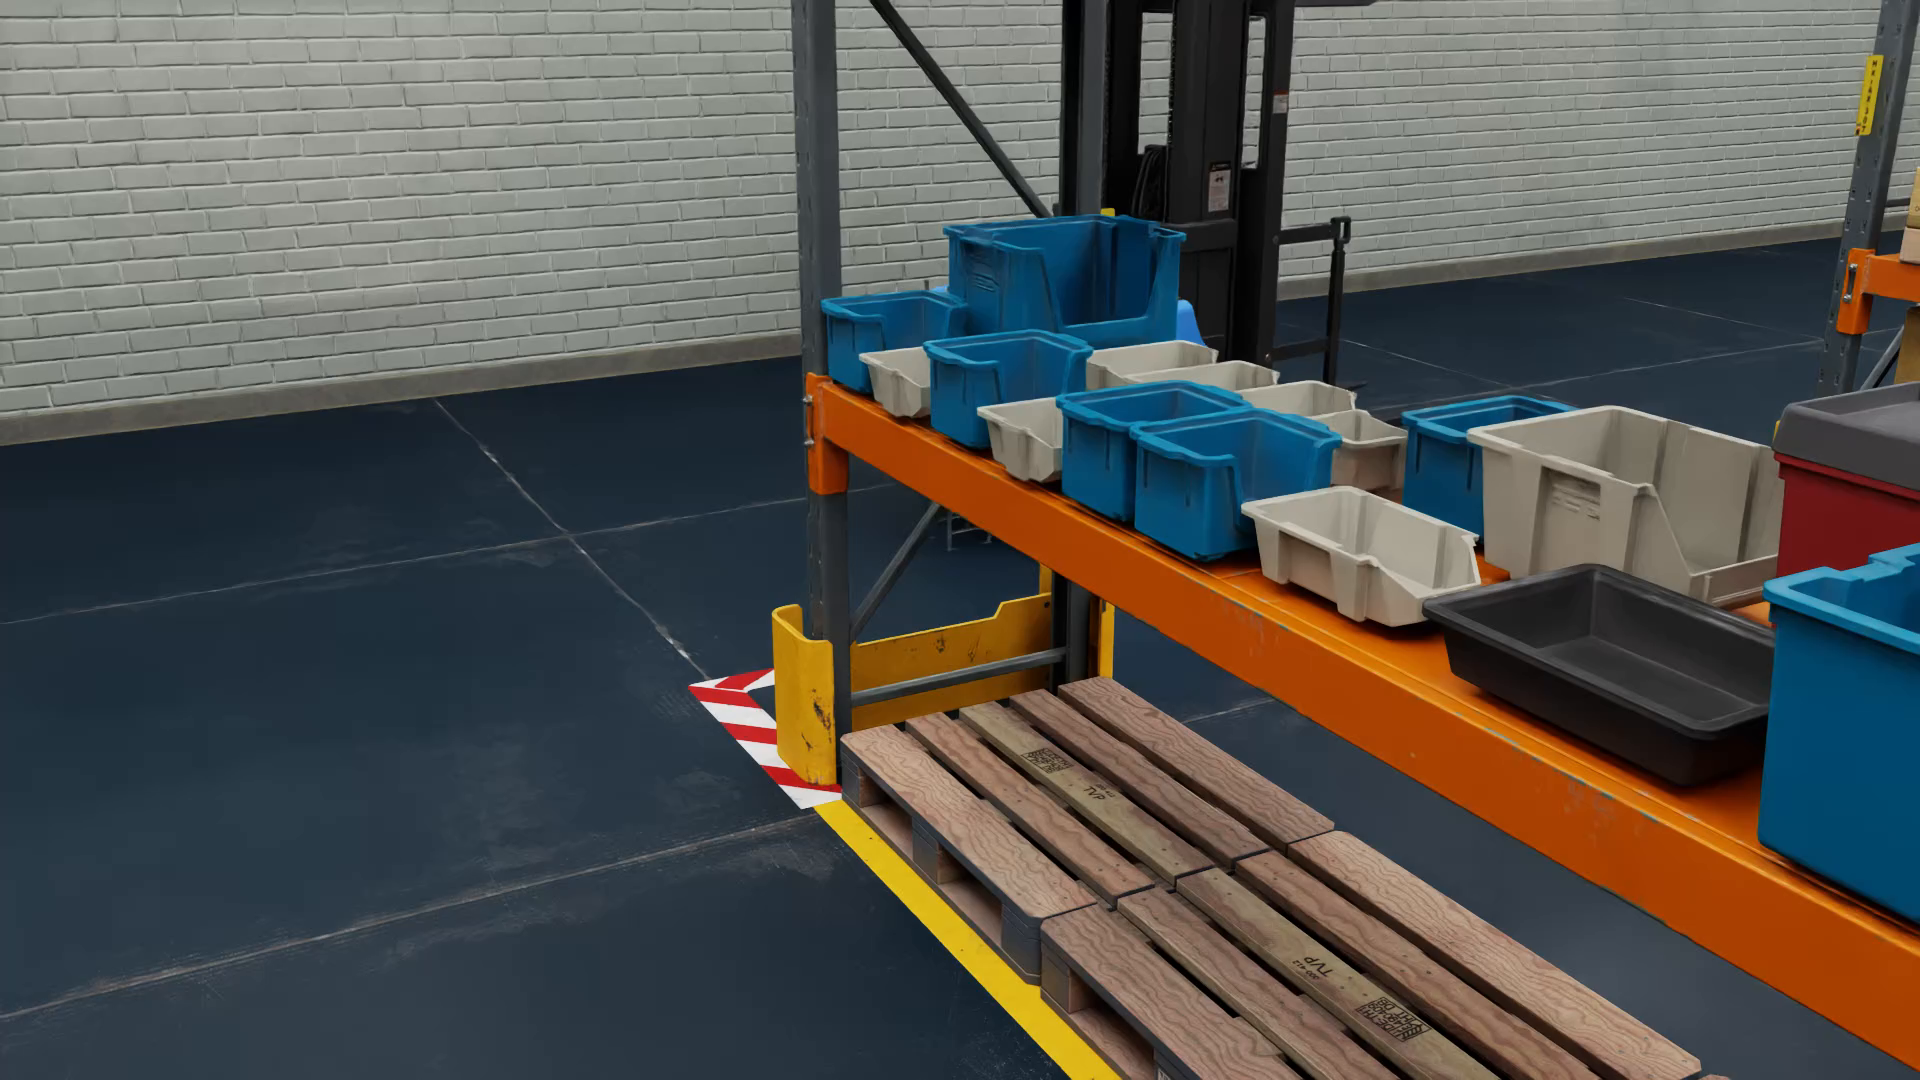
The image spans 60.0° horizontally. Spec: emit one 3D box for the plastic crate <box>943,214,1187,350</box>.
[{"bbox_3d":[0.307,-0.732,5.008,0.616,0.435,0.499,-10,21,-27],"label":"plastic crate"}]

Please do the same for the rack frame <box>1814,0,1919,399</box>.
[{"bbox_3d":[4.342,-1.521,7.442,1.000,3.000,0.127,-10,21,-27],"label":"rack frame"}]

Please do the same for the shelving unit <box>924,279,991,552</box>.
[{"bbox_3d":[-0.008,-0.561,7.414,0.258,1.200,0.189,-13,24,-33],"label":"shelving unit"}]

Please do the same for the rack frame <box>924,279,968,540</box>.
[{"bbox_3d":[-0.060,-0.587,7.485,0.240,1.200,0.006,-13,24,-33],"label":"rack frame"}]

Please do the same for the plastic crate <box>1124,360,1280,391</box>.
[{"bbox_3d":[0.655,-0.366,4.407,0.396,0.136,0.243,-10,21,-27],"label":"plastic crate"}]

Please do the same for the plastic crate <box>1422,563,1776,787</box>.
[{"bbox_3d":[1.115,0.216,2.736,0.437,0.125,0.590,-10,21,-27],"label":"plastic crate"}]

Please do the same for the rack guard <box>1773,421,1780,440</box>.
[{"bbox_3d":[4.331,-0.347,7.869,1.175,0.500,0.348,-10,21,-27],"label":"rack guard"}]

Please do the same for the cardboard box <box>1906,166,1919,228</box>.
[{"bbox_3d":[4.332,-1.411,6.897,0.500,0.250,0.500,-11,22,-28],"label":"cardboard box"}]

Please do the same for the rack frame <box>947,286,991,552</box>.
[{"bbox_3d":[0.044,-0.536,7.344,0.240,1.200,0.006,-13,24,-33],"label":"rack frame"}]

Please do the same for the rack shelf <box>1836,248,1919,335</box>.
[{"bbox_3d":[5.292,-0.607,5.895,1.077,0.370,4.000,-10,21,-27],"label":"rack shelf"}]

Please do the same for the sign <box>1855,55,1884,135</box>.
[{"bbox_3d":[3.851,-1.884,7.043,0.100,0.325,0.005,-10,21,-27],"label":"sign"}]

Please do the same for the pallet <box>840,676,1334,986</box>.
[{"bbox_3d":[0.341,0.807,4.970,1.003,0.211,1.213,-10,21,-27],"label":"pallet"}]

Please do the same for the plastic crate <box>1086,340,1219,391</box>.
[{"bbox_3d":[0.530,-0.452,4.654,0.396,0.136,0.243,-10,21,-27],"label":"plastic crate"}]

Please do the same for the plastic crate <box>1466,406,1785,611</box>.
[{"bbox_3d":[1.320,-0.045,3.253,0.437,0.282,0.530,-10,21,-27],"label":"plastic crate"}]

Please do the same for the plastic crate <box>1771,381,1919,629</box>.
[{"bbox_3d":[1.679,0.040,2.726,0.402,0.464,0.583,-10,21,-27],"label":"plastic crate"}]

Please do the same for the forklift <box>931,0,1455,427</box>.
[{"bbox_3d":[1.307,-1.713,8.101,3.031,2.935,1.130,-14,23,-34],"label":"forklift"}]

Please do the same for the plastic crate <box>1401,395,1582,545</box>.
[{"bbox_3d":[1.184,-0.153,3.642,0.416,0.233,0.300,-10,21,-27],"label":"plastic crate"}]

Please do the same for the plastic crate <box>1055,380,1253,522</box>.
[{"bbox_3d":[0.436,-0.203,3.787,0.416,0.233,0.300,-10,21,-27],"label":"plastic crate"}]

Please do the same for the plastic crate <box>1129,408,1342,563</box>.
[{"bbox_3d":[0.578,-0.117,3.538,0.416,0.233,0.300,-10,21,-27],"label":"plastic crate"}]

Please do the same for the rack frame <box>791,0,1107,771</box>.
[{"bbox_3d":[-0.017,-0.754,5.218,1.000,3.000,0.127,-10,21,-27],"label":"rack frame"}]

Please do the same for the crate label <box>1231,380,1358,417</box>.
[{"bbox_3d":[0.808,-0.290,4.186,0.396,0.136,0.243,-10,21,-27],"label":"crate label"}]

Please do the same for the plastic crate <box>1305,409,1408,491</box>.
[{"bbox_3d":[0.965,-0.208,3.948,0.298,0.136,0.250,-10,21,-27],"label":"plastic crate"}]

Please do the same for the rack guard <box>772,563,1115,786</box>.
[{"bbox_3d":[-0.040,0.423,5.640,1.175,0.500,0.348,-10,21,-27],"label":"rack guard"}]

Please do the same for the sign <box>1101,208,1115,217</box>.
[{"bbox_3d":[0.460,-0.921,5.452,0.100,0.325,0.005,-10,21,-27],"label":"sign"}]

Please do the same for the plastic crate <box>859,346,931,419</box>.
[{"bbox_3d":[-0.110,-0.431,4.594,0.250,0.136,0.298,-10,21,-27],"label":"plastic crate"}]

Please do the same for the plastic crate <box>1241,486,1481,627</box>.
[{"bbox_3d":[0.791,0.037,3.237,0.293,0.136,0.466,-10,21,-27],"label":"plastic crate"}]

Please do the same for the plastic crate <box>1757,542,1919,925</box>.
[{"bbox_3d":[1.361,0.292,2.119,0.392,0.384,0.575,-10,21,-27],"label":"plastic crate"}]

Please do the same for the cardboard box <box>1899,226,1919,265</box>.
[{"bbox_3d":[4.220,-1.250,7.039,0.380,0.149,0.250,-10,21,-26],"label":"cardboard box"}]

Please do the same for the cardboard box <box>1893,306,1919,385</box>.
[{"bbox_3d":[4.716,-0.544,7.223,0.875,0.875,0.875,-10,21,-27],"label":"cardboard box"}]

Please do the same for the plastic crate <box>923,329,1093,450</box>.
[{"bbox_3d":[0.123,-0.392,4.335,0.416,0.233,0.300,-10,21,-27],"label":"plastic crate"}]

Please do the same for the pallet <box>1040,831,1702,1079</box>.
[{"bbox_3d":[0.916,1.157,3.956,1.003,0.211,1.213,-10,21,-27],"label":"pallet"}]

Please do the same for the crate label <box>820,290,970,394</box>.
[{"bbox_3d":[-0.189,-0.581,4.883,0.416,0.233,0.303,-10,21,-27],"label":"crate label"}]

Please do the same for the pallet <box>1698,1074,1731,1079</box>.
[{"bbox_3d":[1.499,1.507,2.940,1.003,0.211,1.213,-10,21,-27],"label":"pallet"}]

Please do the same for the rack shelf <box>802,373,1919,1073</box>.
[{"bbox_3d":[0.933,0.160,3.672,1.077,0.370,4.000,-10,21,-27],"label":"rack shelf"}]

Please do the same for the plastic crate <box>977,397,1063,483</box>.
[{"bbox_3d":[0.212,-0.236,4.030,0.250,0.136,0.298,-10,21,-27],"label":"plastic crate"}]
